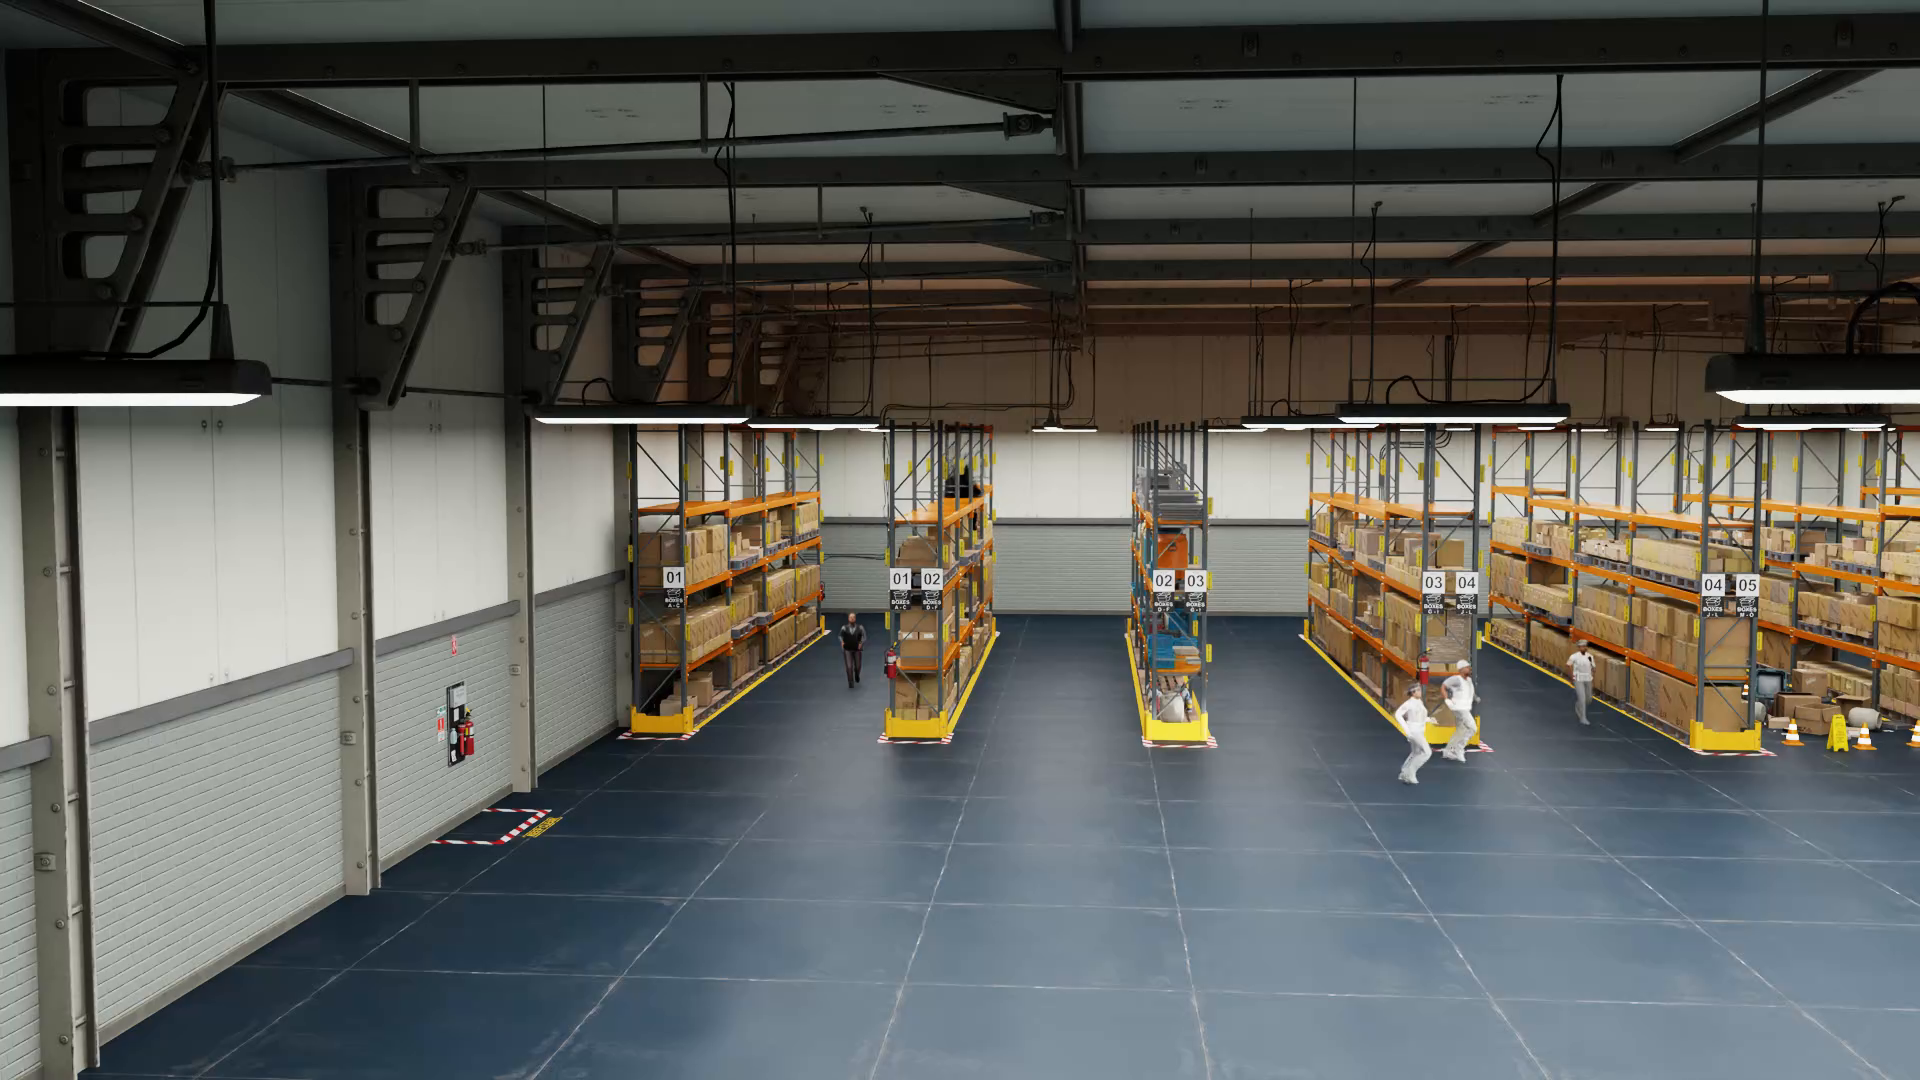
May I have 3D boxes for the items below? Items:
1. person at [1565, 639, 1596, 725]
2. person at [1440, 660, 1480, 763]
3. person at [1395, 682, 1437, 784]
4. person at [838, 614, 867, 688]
[{"bbox_3d":[12.348,2.794,33.042,0.588,1.667,0.815,0,4,-3],"label":"person"},{"bbox_3d":[8.828,2.999,29.225,0.625,1.769,0.697,3,4,35],"label":"person"},{"bbox_3d":[7.481,3.156,27.178,0.636,1.664,0.593,2,4,34],"label":"person"},{"bbox_3d":[-2.446,2.502,37.688,0.659,1.671,0.614,0,4,-4],"label":"person"}]
